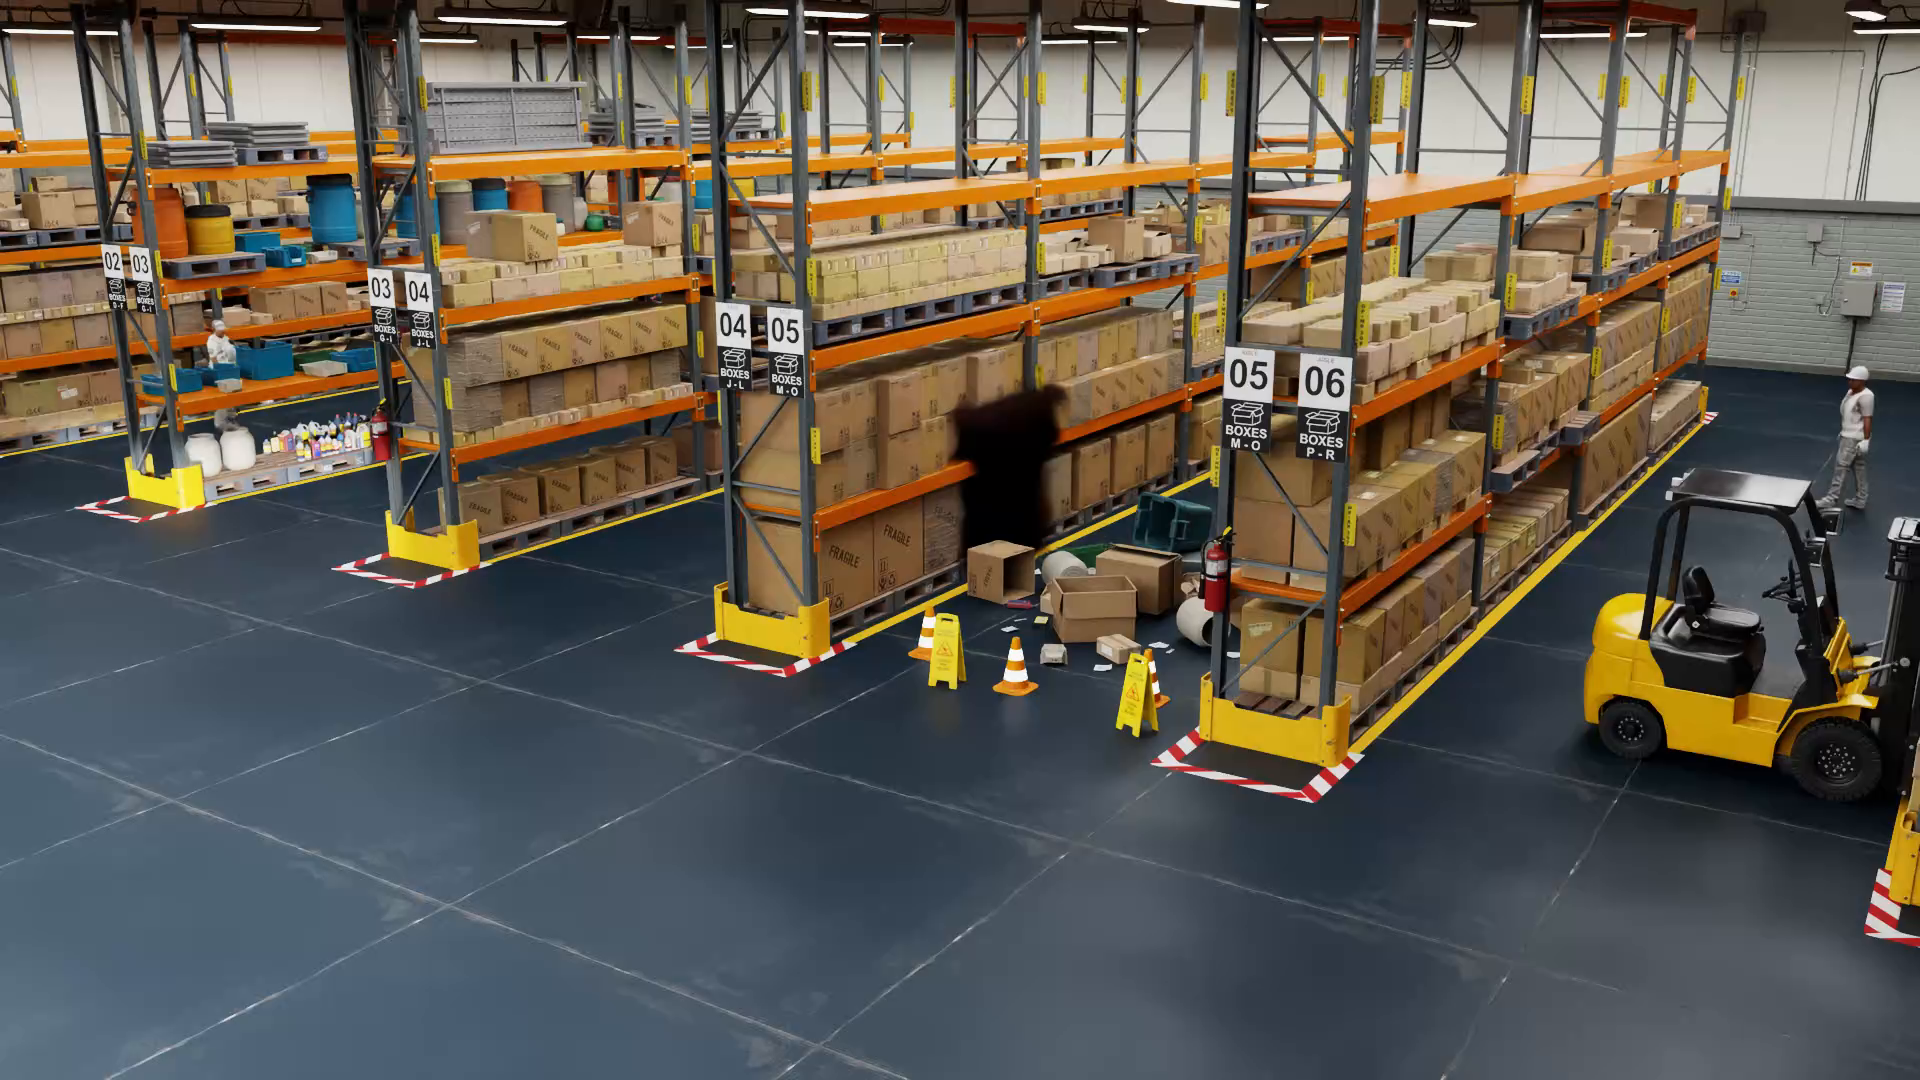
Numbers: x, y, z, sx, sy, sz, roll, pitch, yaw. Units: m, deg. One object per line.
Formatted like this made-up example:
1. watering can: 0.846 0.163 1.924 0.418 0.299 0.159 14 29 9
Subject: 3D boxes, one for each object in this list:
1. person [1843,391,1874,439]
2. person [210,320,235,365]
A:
1. person: 11.011 -1.553 20.399 0.365 0.616 0.527 10 18 31
2. person: -11.059 -2.837 24.999 0.404 0.967 0.498 -6 17 -22
